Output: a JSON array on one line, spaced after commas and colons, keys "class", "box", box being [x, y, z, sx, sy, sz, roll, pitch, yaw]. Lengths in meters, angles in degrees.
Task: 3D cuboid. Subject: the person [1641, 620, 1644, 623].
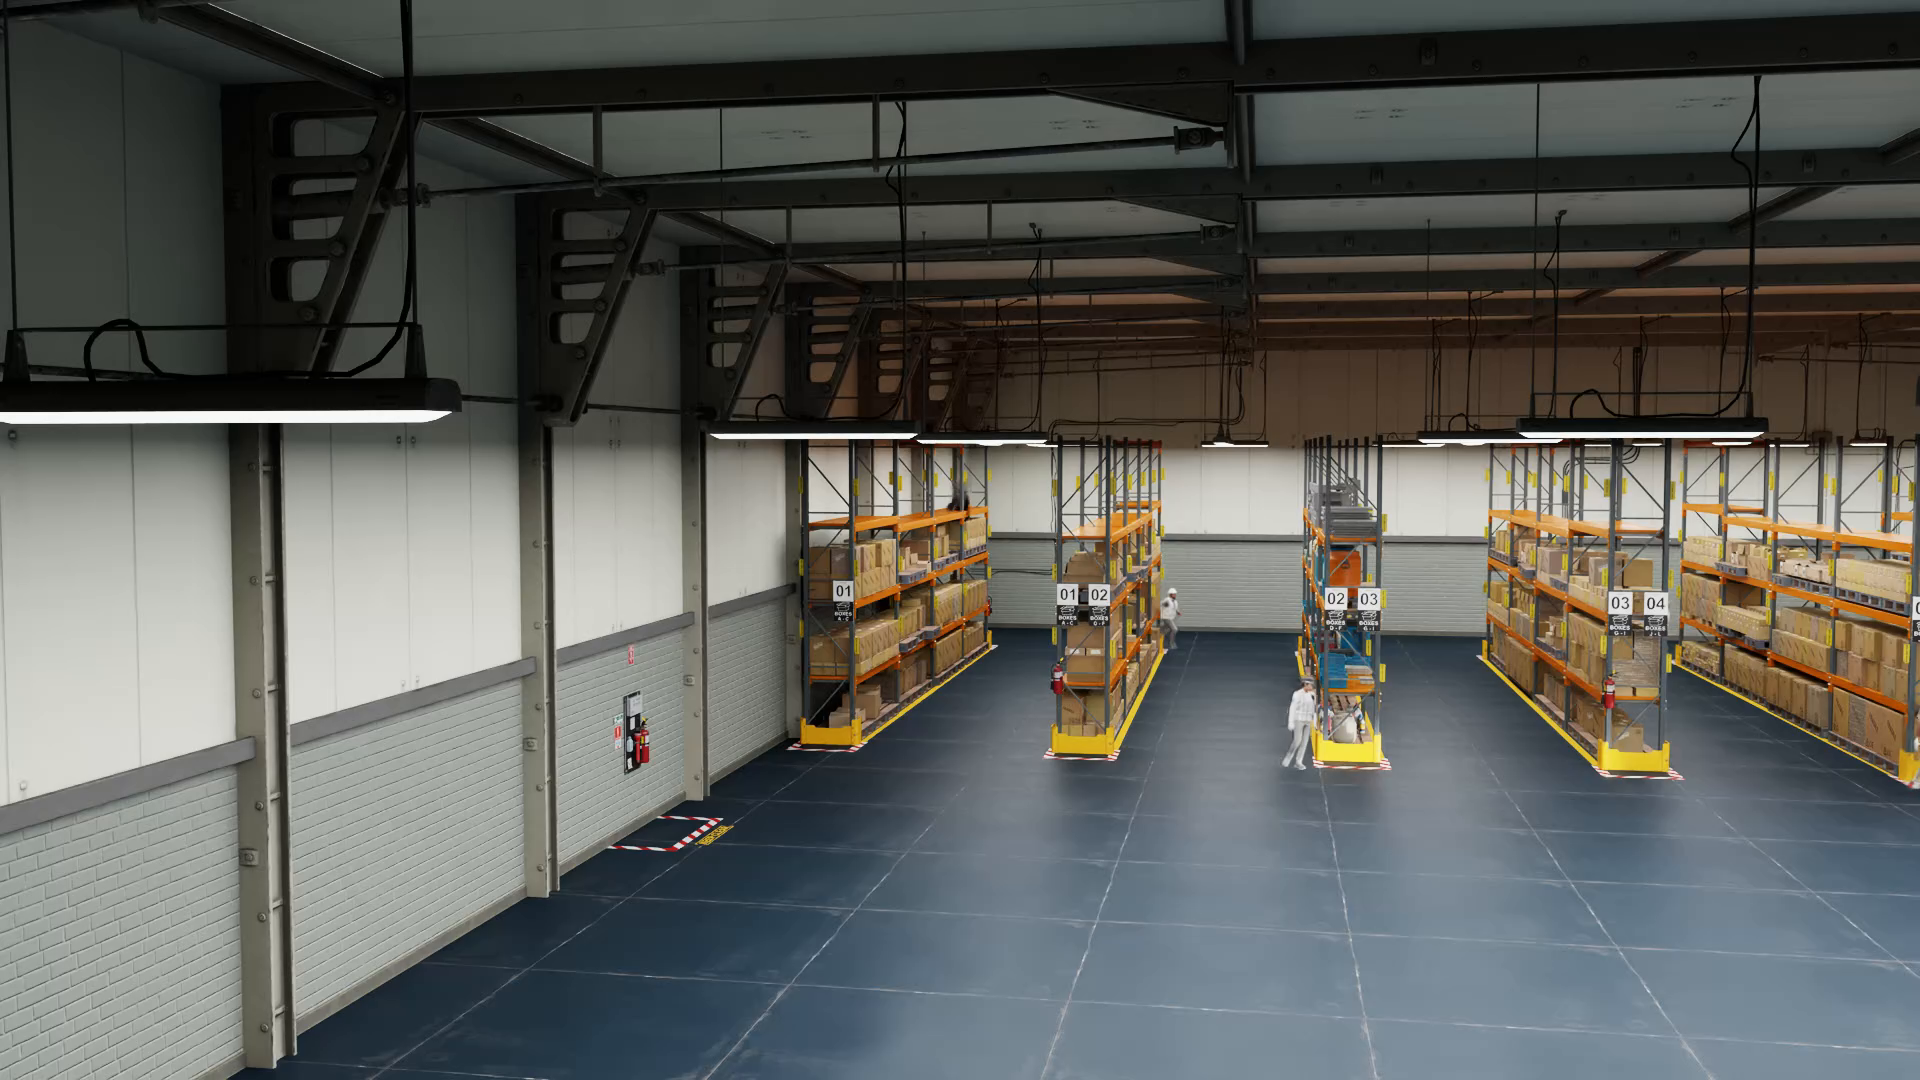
[{"class": "person", "box": [18.842, 2.477, 45.528, 0.595, 1.661, 0.759, -1, 3, -26]}]

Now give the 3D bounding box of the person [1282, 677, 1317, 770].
[{"class": "person", "box": [6.104, 3.267, 29.804, 0.607, 1.657, 0.438, -1, 3, -23]}]

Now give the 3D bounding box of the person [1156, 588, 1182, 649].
[{"class": "person", "box": [5.995, 2.277, 48.062, 0.895, 1.791, 0.625, 2, 4, 33]}]

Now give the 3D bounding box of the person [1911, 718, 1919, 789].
[{"class": "person", "box": [16.132, 3.354, 27.530, 0.654, 1.806, 0.472, 0, 3, 0]}]
